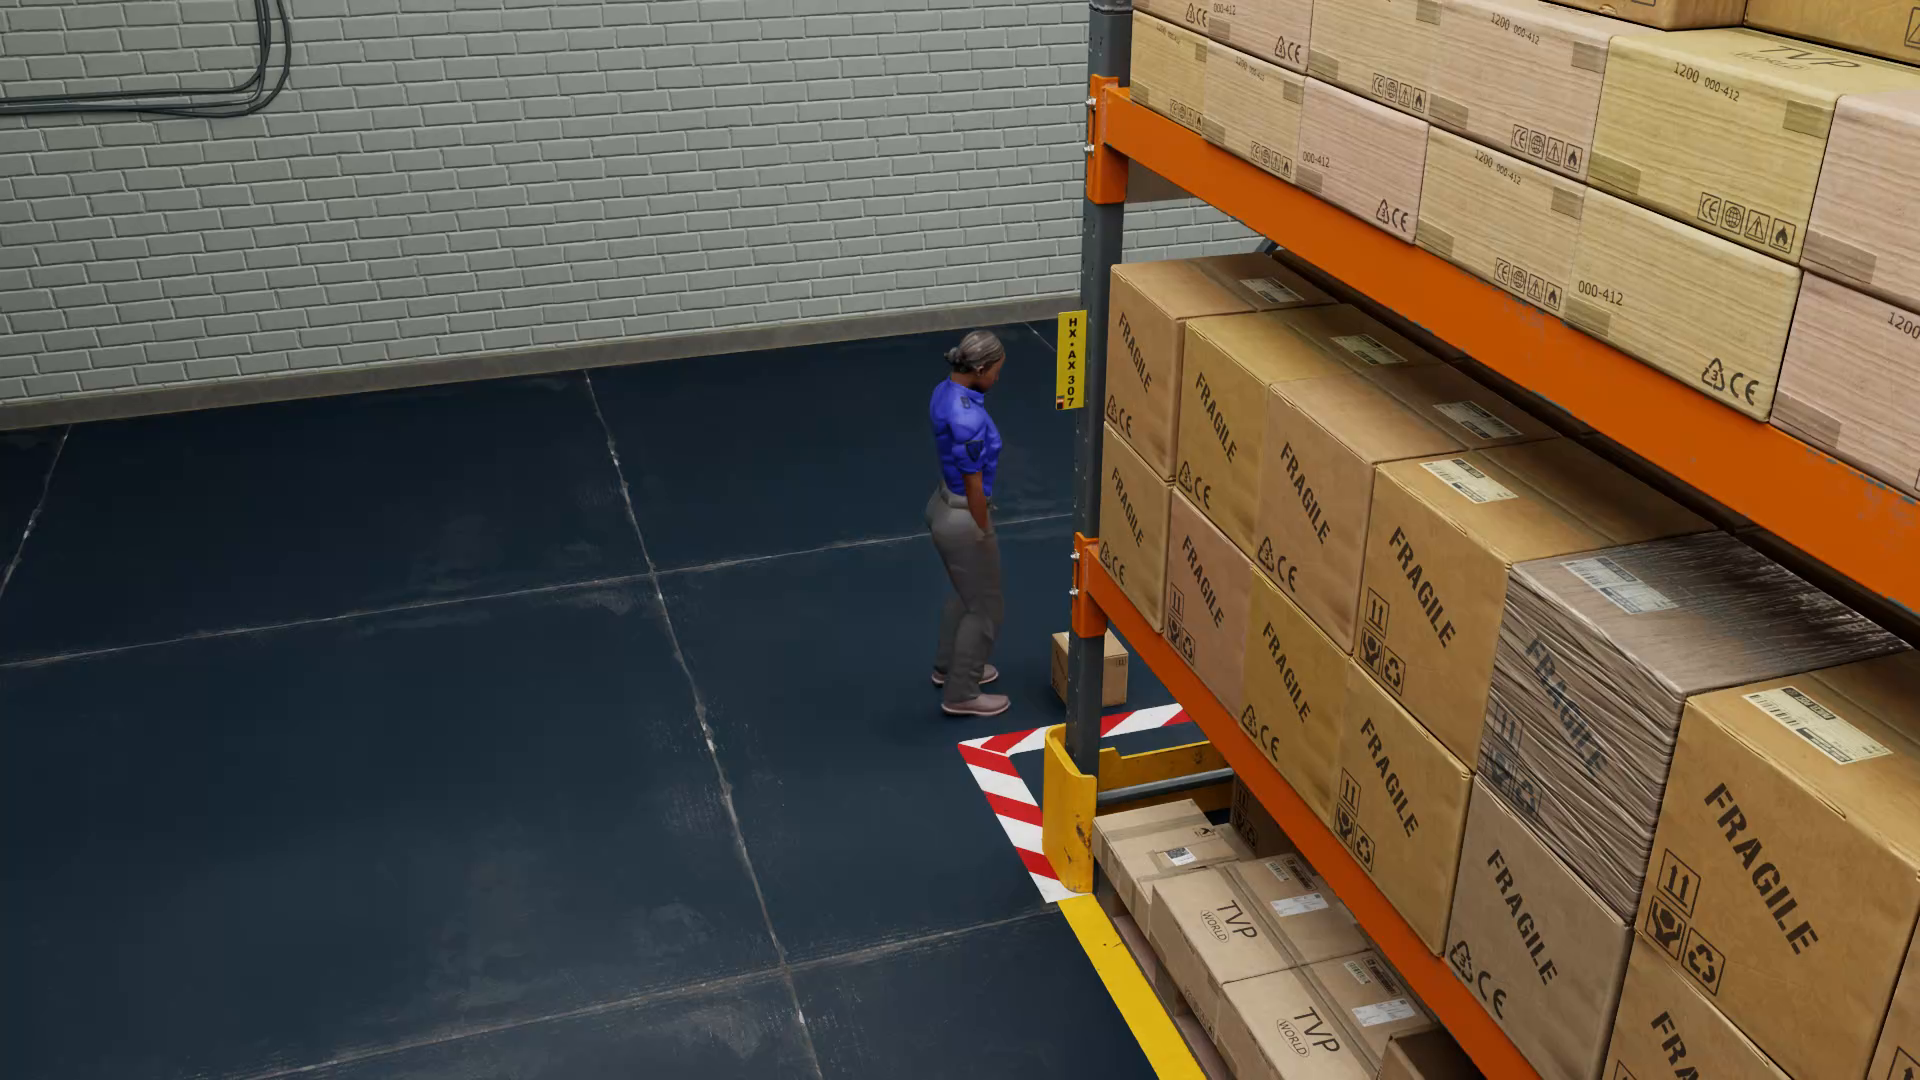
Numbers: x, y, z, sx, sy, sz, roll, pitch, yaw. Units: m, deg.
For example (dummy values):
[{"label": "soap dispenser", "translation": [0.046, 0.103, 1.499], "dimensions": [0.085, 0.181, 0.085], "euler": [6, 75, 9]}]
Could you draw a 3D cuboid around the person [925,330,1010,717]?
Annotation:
[{"label": "person", "translation": [0.027, -0.072, 6.804], "dimensions": [0.330, 1.637, 0.446], "euler": [-5, 27, -10]}]
